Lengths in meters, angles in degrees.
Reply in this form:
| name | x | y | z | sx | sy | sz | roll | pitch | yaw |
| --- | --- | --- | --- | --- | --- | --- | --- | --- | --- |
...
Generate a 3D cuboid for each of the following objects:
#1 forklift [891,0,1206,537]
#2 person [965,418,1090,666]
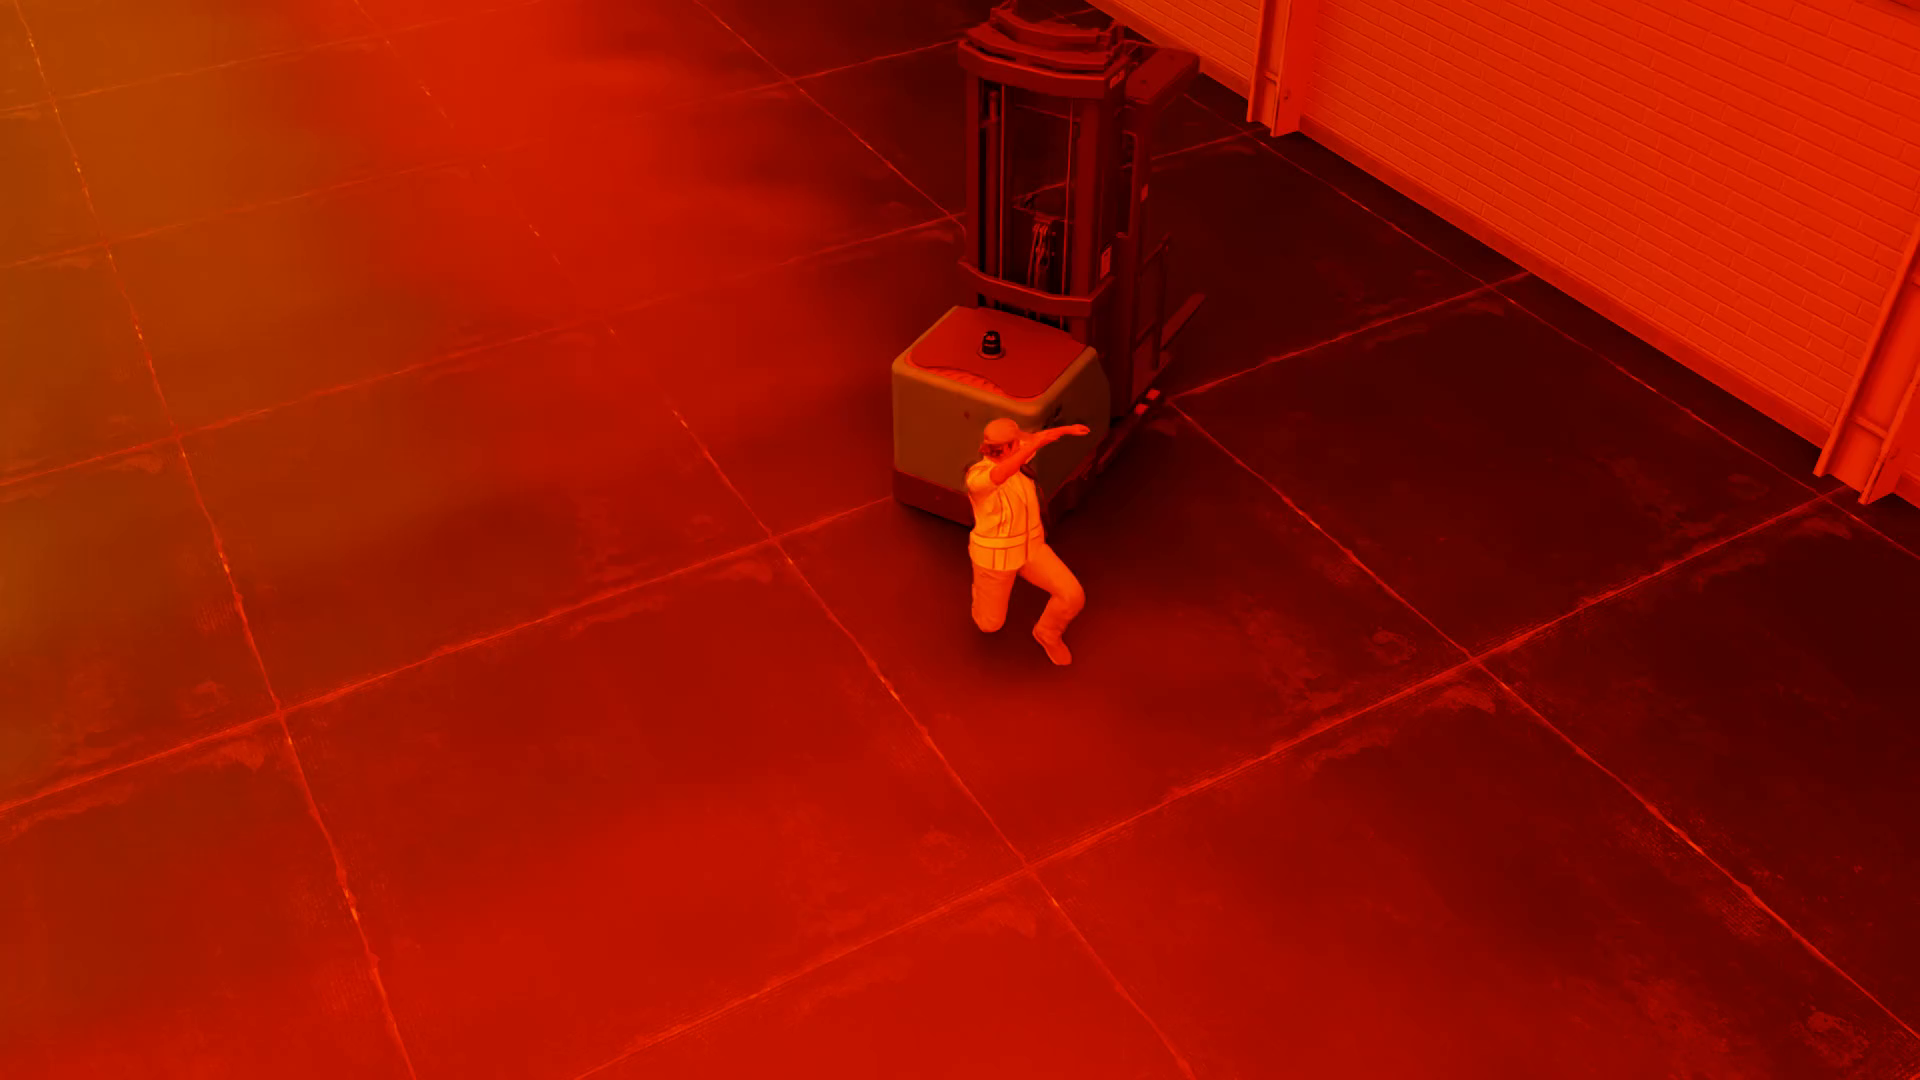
| name | x | y | z | sx | sy | sz | roll | pitch | yaw |
| --- | --- | --- | --- | --- | --- | --- | --- | --- | --- |
| forklift | 0.747 | -2.018 | 10.469 | 1.130 | 2.935 | 3.031 | 20 | 44 | 23 |
| person | 0.525 | -0.058 | 9.316 | 1.005 | 1.440 | 0.858 | -25 | 46 | -27 |
